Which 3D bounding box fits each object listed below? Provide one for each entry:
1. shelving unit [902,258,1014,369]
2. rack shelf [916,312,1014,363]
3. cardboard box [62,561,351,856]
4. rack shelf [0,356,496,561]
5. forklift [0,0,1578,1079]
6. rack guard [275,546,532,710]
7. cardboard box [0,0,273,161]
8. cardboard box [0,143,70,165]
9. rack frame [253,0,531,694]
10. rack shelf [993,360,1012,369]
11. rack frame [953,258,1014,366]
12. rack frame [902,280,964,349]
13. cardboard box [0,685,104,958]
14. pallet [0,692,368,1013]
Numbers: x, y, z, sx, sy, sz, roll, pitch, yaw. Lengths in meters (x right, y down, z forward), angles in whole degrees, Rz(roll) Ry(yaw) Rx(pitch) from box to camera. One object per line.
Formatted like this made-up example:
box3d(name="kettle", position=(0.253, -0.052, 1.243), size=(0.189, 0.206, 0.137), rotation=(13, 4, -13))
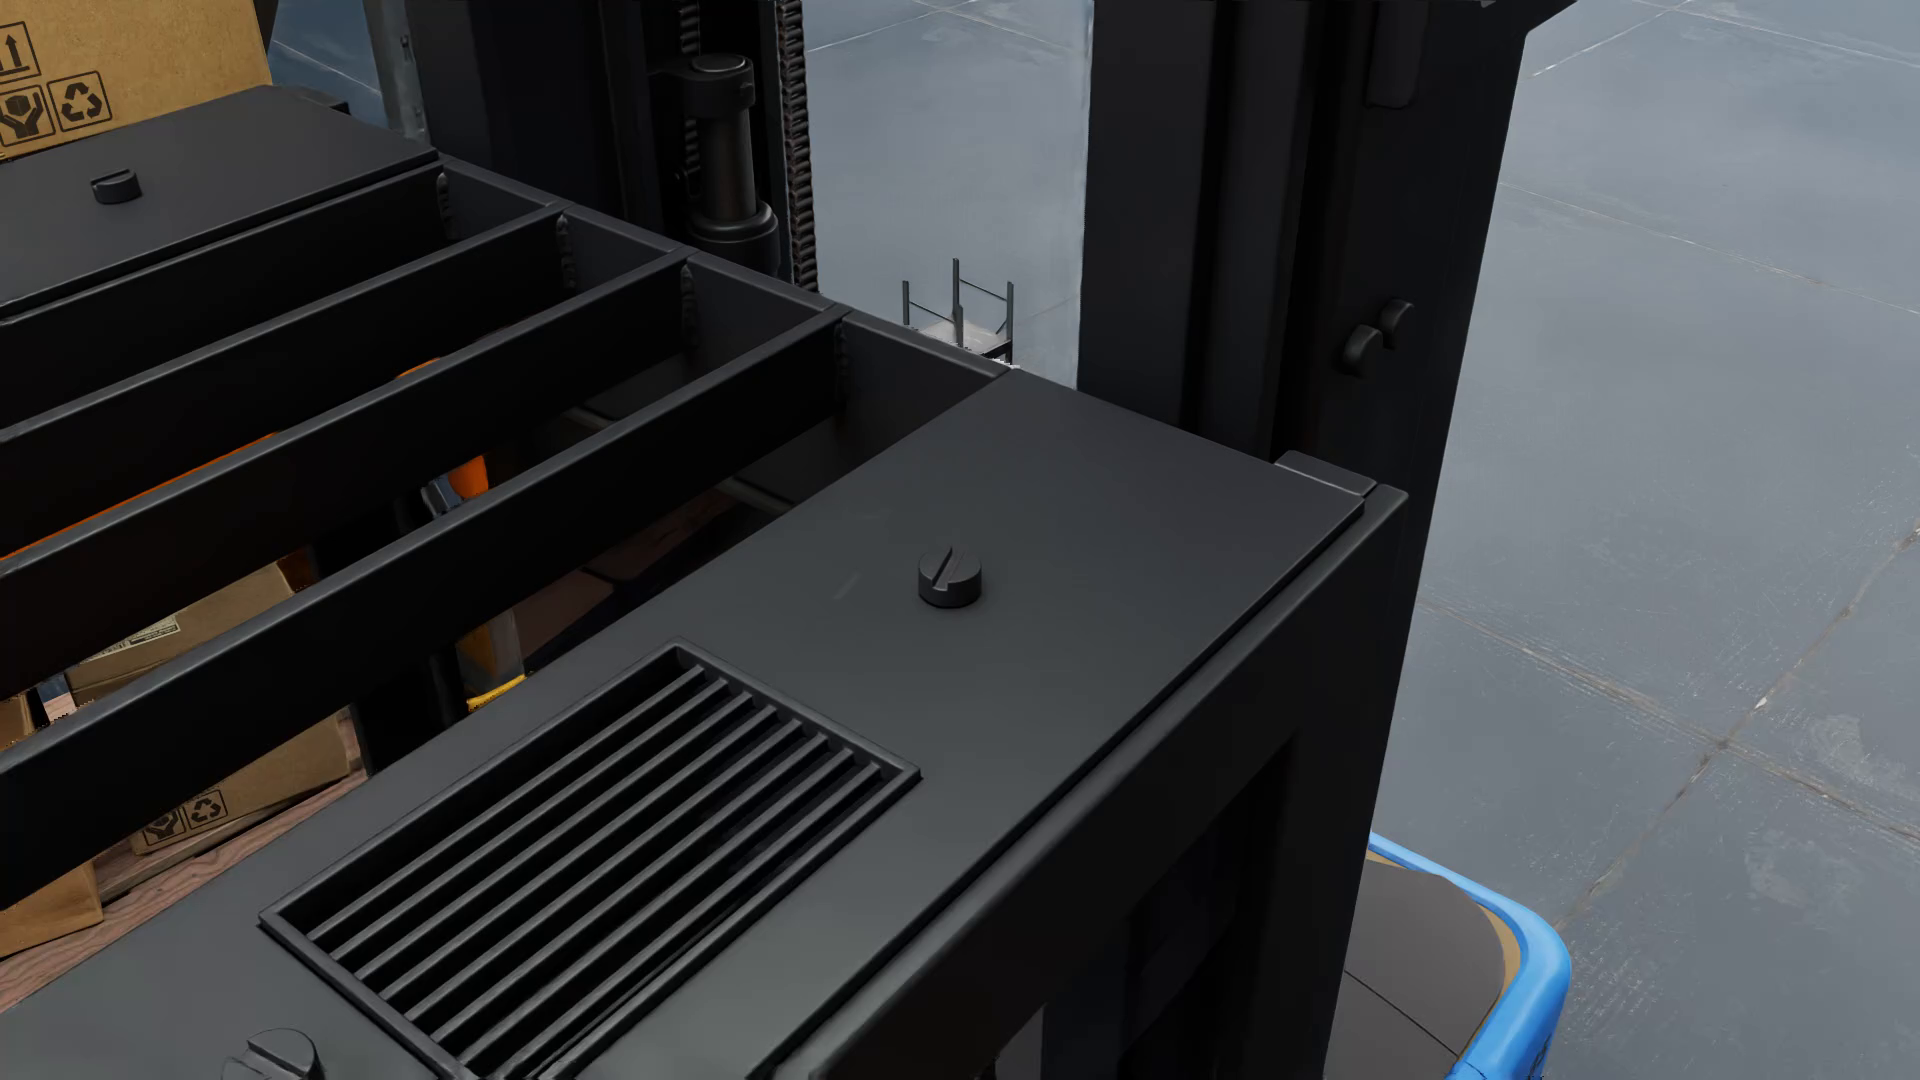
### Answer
box3d(name="shelving unit", position=(-0.006, -0.366, 4.988), size=(0.258, 0.900, 0.210), rotation=(30, 45, 35))
box3d(name="rack shelf", position=(-0.006, -0.560, 4.852), size=(0.258, 0.077, 0.200), rotation=(30, 45, 35))
box3d(name="cardboard box", position=(-1.831, 0.332, 3.970), size=(0.500, 0.500, 0.500), rotation=(-21, 40, -28))
box3d(name="rack shelf", position=(-2.788, 0.339, 2.771), size=(1.077, 0.370, 4.000), rotation=(30, 45, 35))
box3d(name="forklift", position=(-0.361, 0.760, 1.598), size=(1.130, 2.935, 3.031), rotation=(24, 42, 31))
box3d(name="rack guard", position=(-1.433, 0.288, 4.400), size=(1.175, 0.500, 0.348), rotation=(30, 45, 35))
box3d(name="cardboard box", position=(-1.591, -1.018, 2.866), size=(0.500, 0.500, 0.500), rotation=(30, 45, 35))
box3d(name="cardboard box", position=(-1.786, -0.719, 3.311), size=(0.875, 0.500, 0.500), rotation=(30, 45, 35))
box3d(name="rack frame", position=(-1.379, -0.768, 3.729), size=(1.000, 3.000, 0.127), rotation=(30, 45, 35))
box3d(name="rack shelf", position=(-0.006, -0.486, 4.904), size=(0.258, 0.077, 0.200), rotation=(30, 45, 35))
box3d(name="rack frame", position=(0.066, -0.407, 5.047), size=(0.240, 0.900, 0.006), rotation=(30, 45, 35))
box3d(name="rack frame", position=(-0.077, -0.325, 4.929), size=(0.240, 0.900, 0.006), rotation=(30, 45, 35))
box3d(name="cardboard box", position=(-2.228, 0.588, 3.602), size=(0.500, 0.500, 0.500), rotation=(-18, 39, -24))
box3d(name="pallet", position=(-2.030, 0.722, 4.030), size=(1.003, 0.211, 1.213), rotation=(30, 45, 35))
